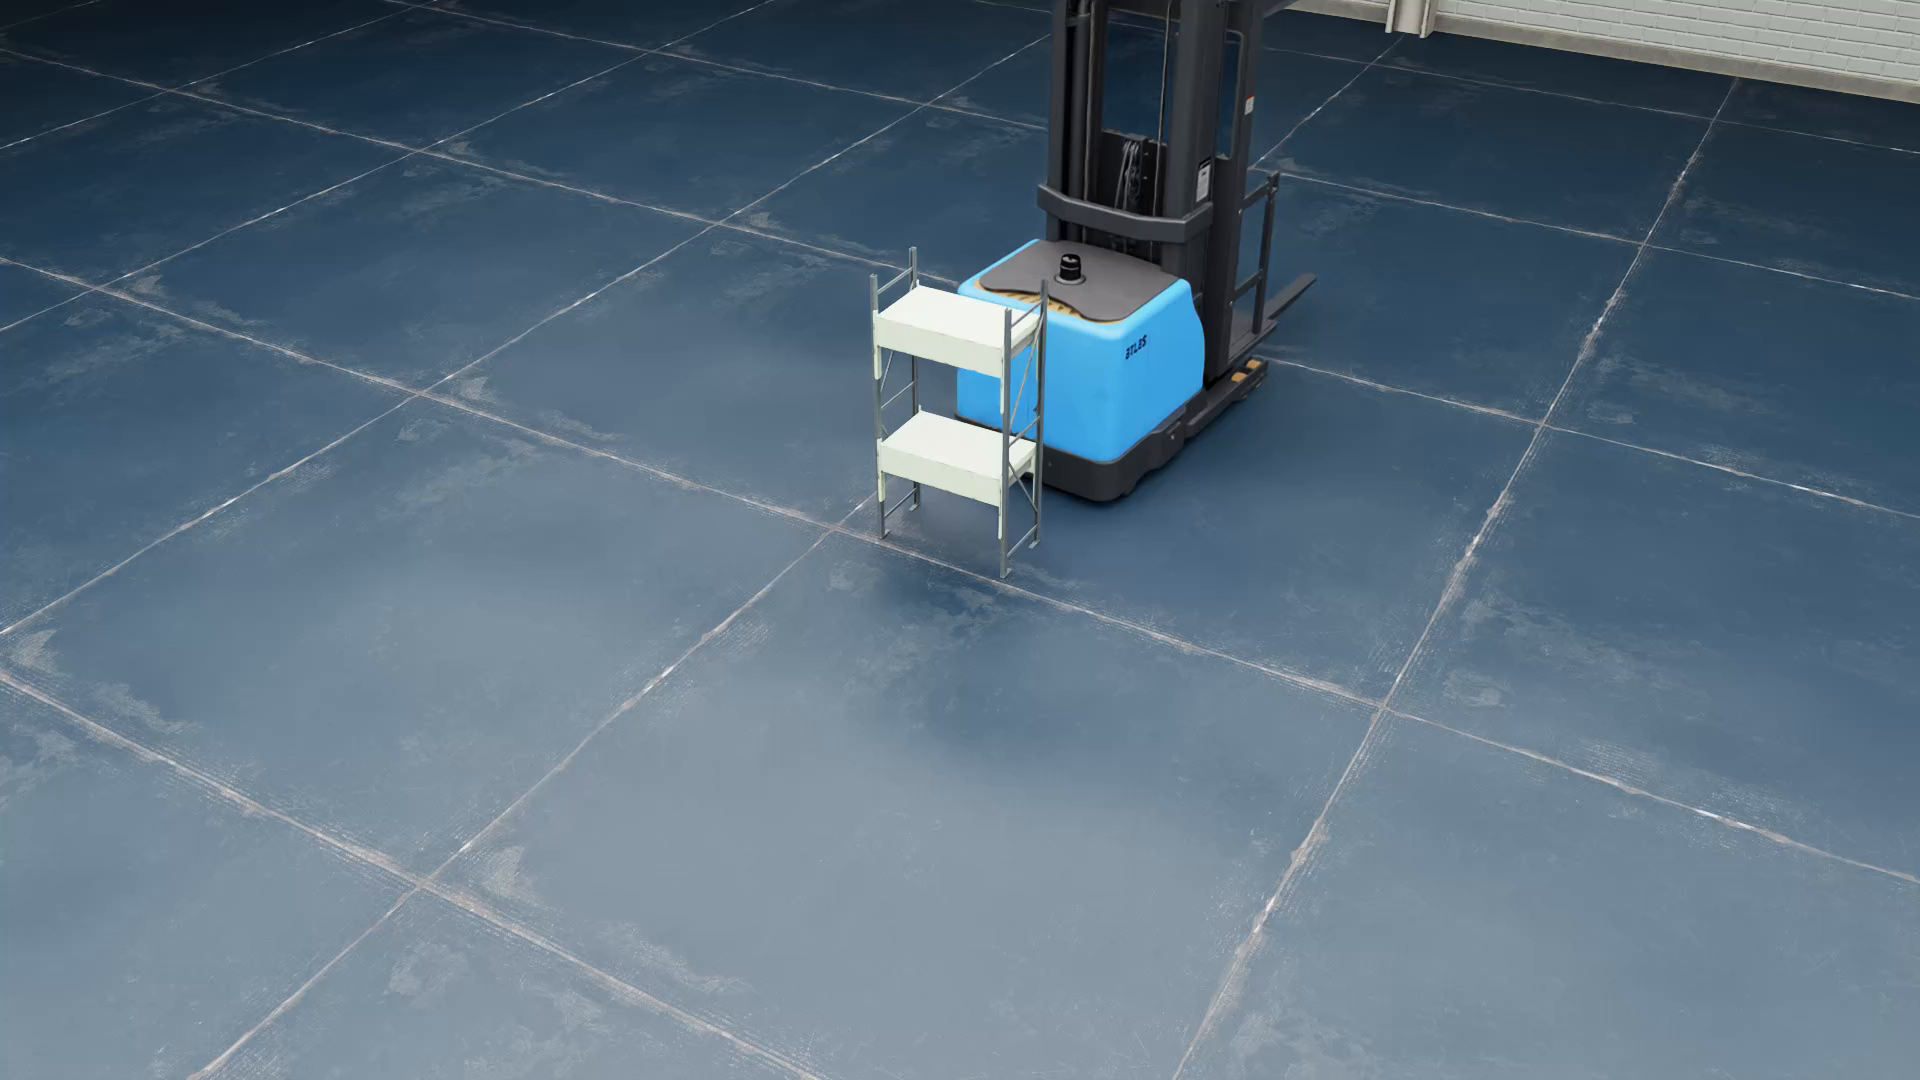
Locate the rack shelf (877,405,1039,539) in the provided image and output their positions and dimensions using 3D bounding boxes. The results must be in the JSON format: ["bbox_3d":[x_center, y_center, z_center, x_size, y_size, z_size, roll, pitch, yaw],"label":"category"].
[{"bbox_3d":[-0.006,-0.355,8.518,0.720,0.370,0.431,18,37,24],"label":"rack shelf"}]

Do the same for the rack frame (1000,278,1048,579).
[{"bbox_3d":[0.312,-0.525,8.186,0.023,1.500,0.400,18,37,24],"label":"rack frame"}]

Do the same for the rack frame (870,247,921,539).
[{"bbox_3d":[-0.324,-0.727,8.488,0.023,1.500,0.400,18,37,24],"label":"rack frame"}]

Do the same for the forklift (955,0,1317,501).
[{"bbox_3d":[1.220,-2.199,9.408,1.130,2.935,3.031,21,39,28],"label":"forklift"}]

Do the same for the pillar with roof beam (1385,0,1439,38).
[{"bbox_3d":[2.244,-6.634,10.594,0.400,9.000,9.100,18,37,24],"label":"pillar with roof beam"}]

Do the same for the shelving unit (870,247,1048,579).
[{"bbox_3d":[-0.006,-0.626,8.337,0.755,1.500,0.431,18,37,24],"label":"shelving unit"}]

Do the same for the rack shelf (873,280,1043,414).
[{"bbox_3d":[-0.006,-0.951,8.121,0.720,0.370,0.431,18,37,24],"label":"rack shelf"}]
